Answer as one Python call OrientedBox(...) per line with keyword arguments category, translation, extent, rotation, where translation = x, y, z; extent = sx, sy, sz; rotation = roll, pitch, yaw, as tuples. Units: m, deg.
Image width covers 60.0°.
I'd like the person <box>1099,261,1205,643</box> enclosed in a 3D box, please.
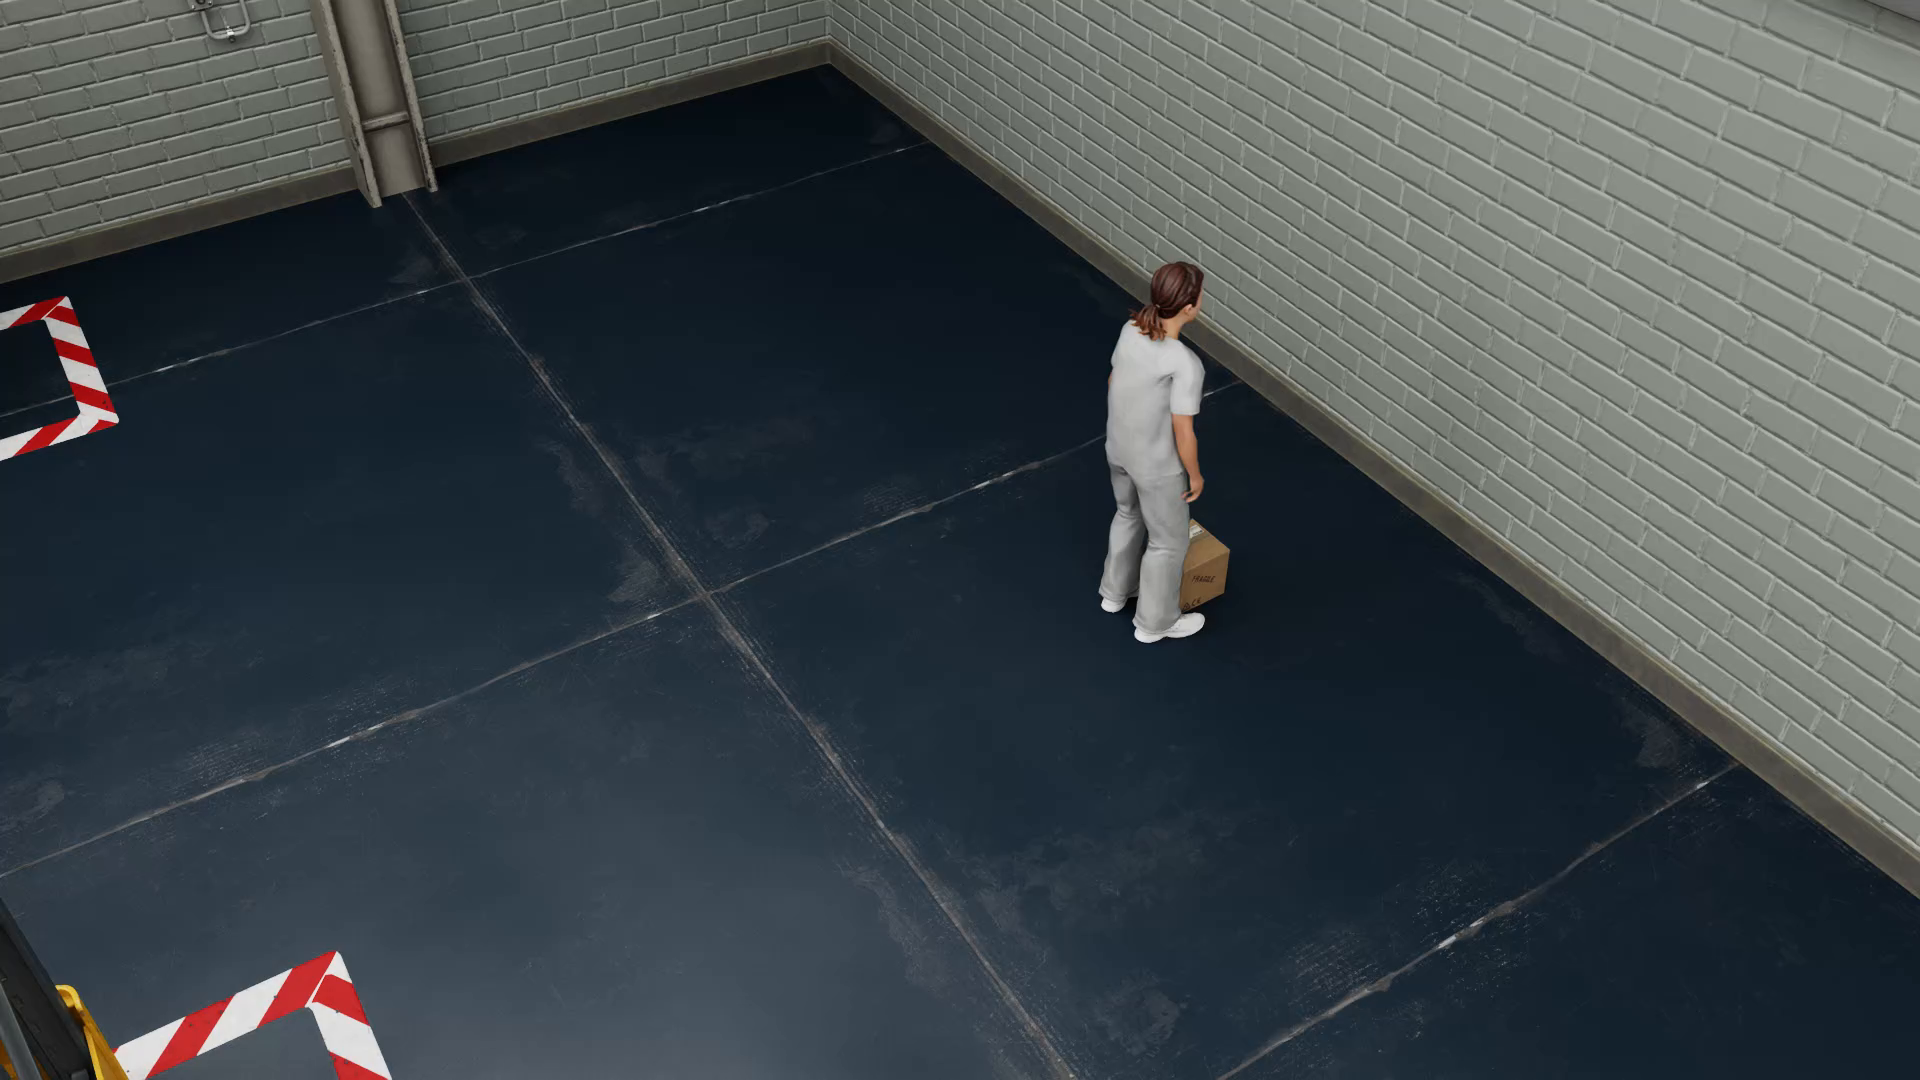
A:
OrientedBox(category="person", translation=(0.762, -0.334, 6.544), extent=(0.351, 1.672, 0.502), rotation=(-24, 46, -25))
